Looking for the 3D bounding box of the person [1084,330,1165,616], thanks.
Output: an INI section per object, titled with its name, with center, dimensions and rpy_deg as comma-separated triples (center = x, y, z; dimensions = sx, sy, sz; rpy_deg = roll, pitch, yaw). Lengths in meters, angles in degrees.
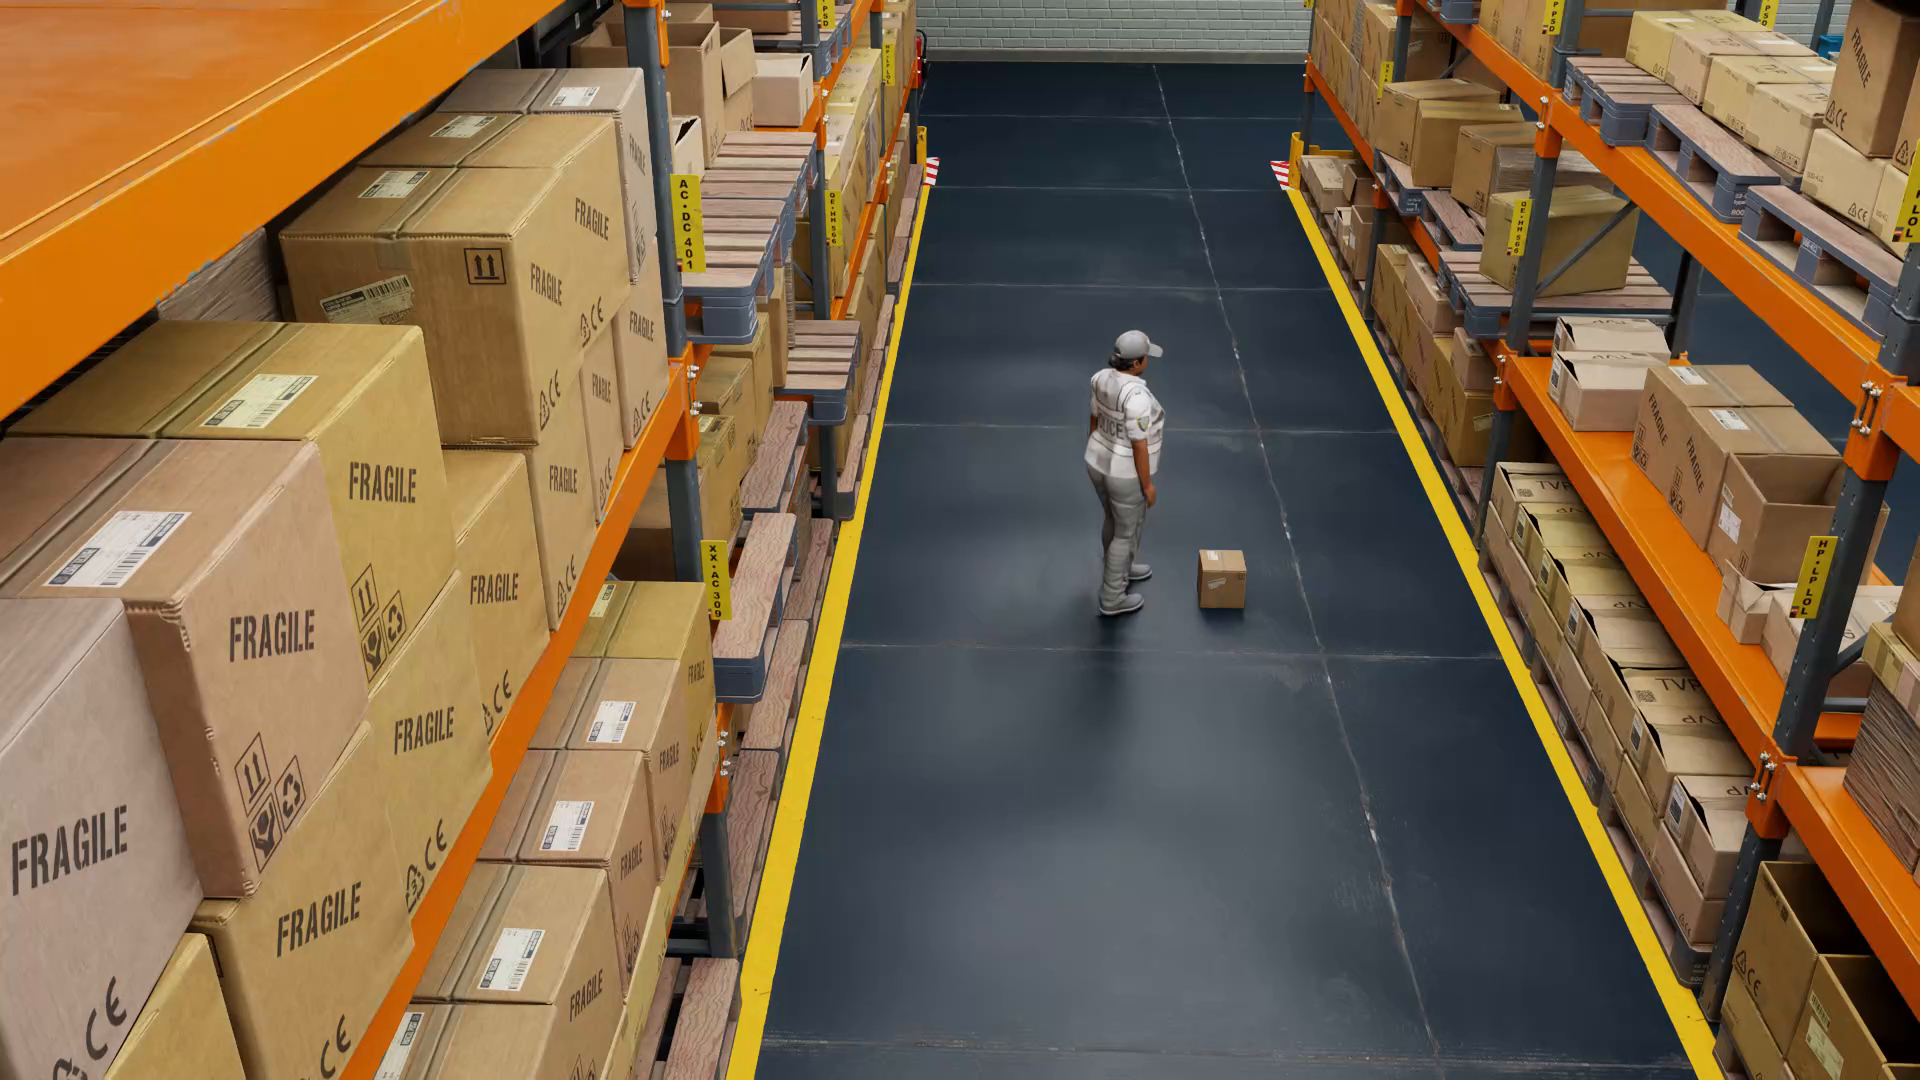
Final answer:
[person]
center = 0.988, -0.406, 9.366
dimensions = 0.538, 1.663, 0.504
rpy_deg = -14, 31, -24
